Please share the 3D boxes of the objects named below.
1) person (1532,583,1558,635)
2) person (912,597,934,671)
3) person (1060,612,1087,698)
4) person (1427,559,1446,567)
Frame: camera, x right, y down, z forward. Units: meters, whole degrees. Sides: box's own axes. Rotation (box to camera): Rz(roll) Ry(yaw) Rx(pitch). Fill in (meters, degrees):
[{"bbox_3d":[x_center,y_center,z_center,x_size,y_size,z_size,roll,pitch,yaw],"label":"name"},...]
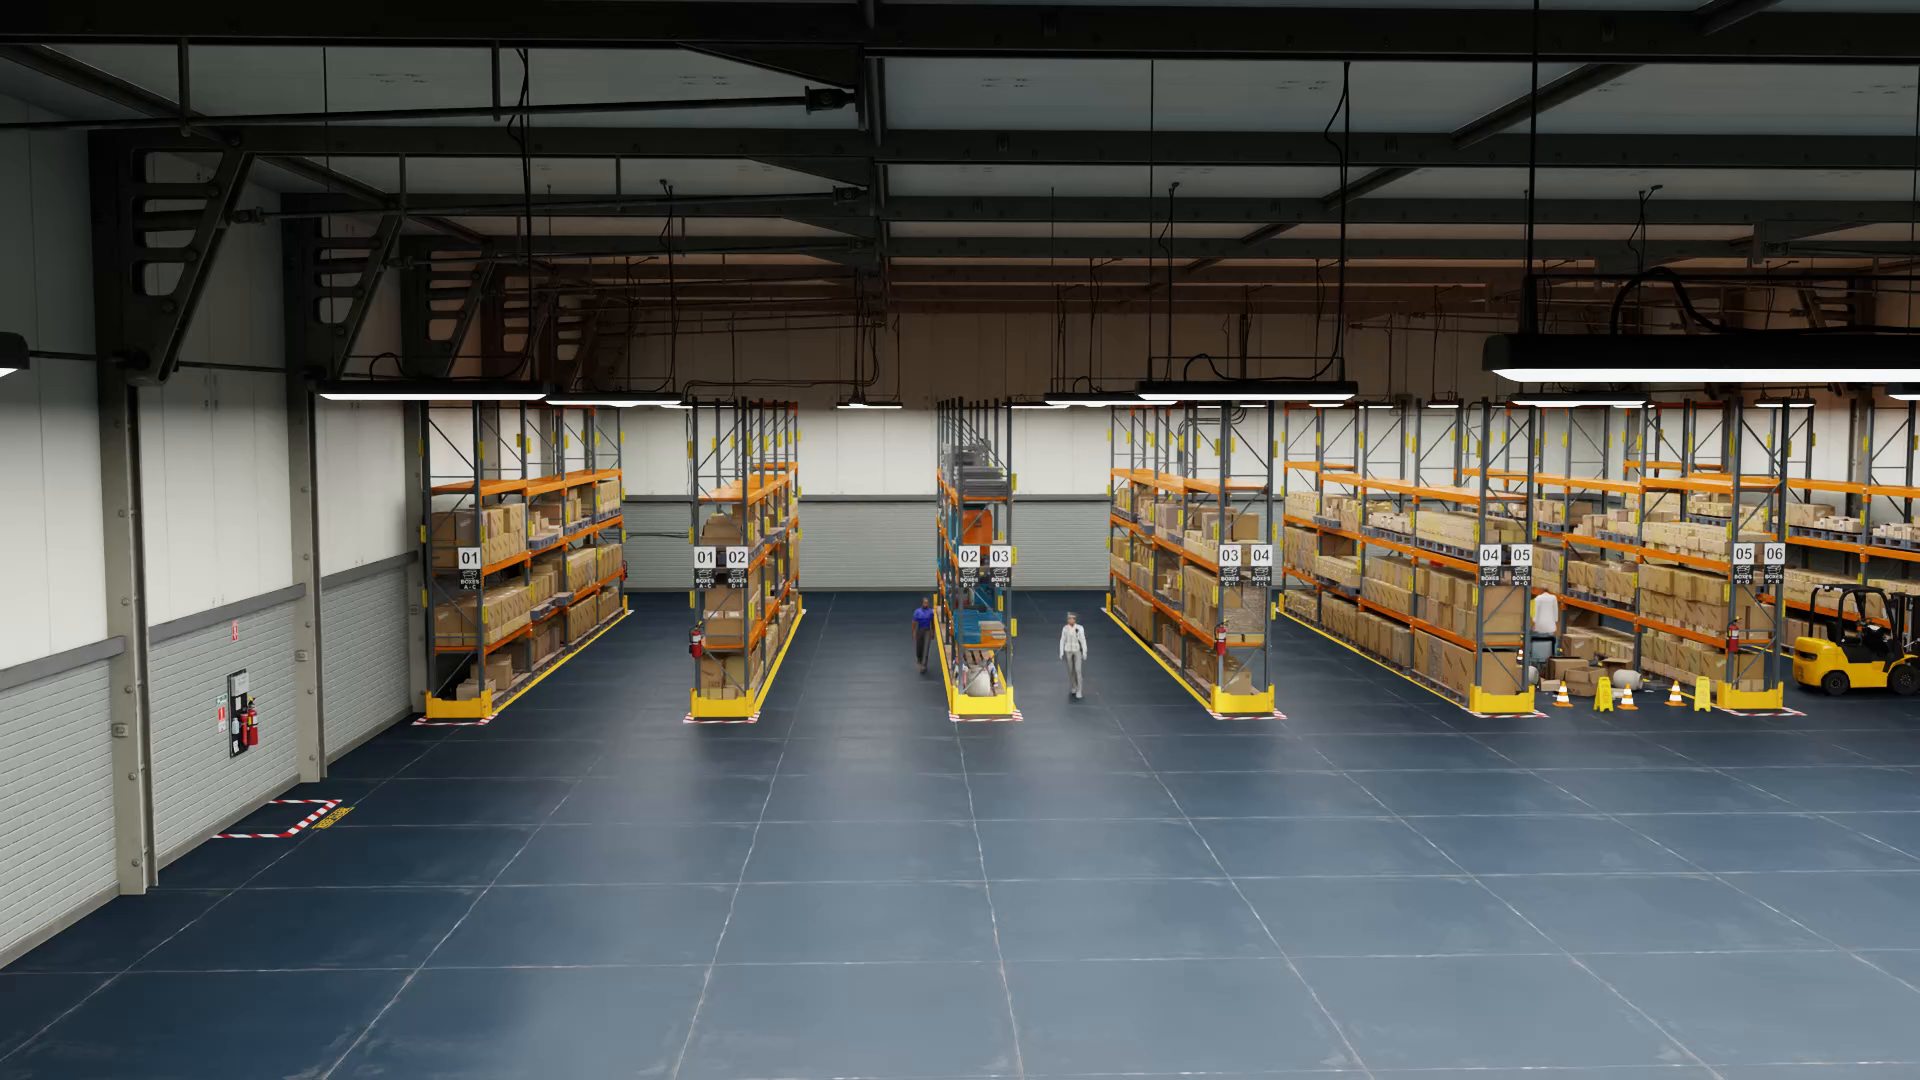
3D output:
[{"bbox_3d":[13.464,1.886,38.261,0.614,1.775,0.613,0,4,-3],"label":"person"},{"bbox_3d":[-0.817,2.073,36.726,0.494,1.590,0.970,0,4,1],"label":"person"},{"bbox_3d":[2.260,2.294,33.575,0.560,1.679,0.658,2,5,21],"label":"person"},{"bbox_3d":[14.546,0.968,50.757,0.572,1.802,0.510,-2,5,-24],"label":"person"}]
